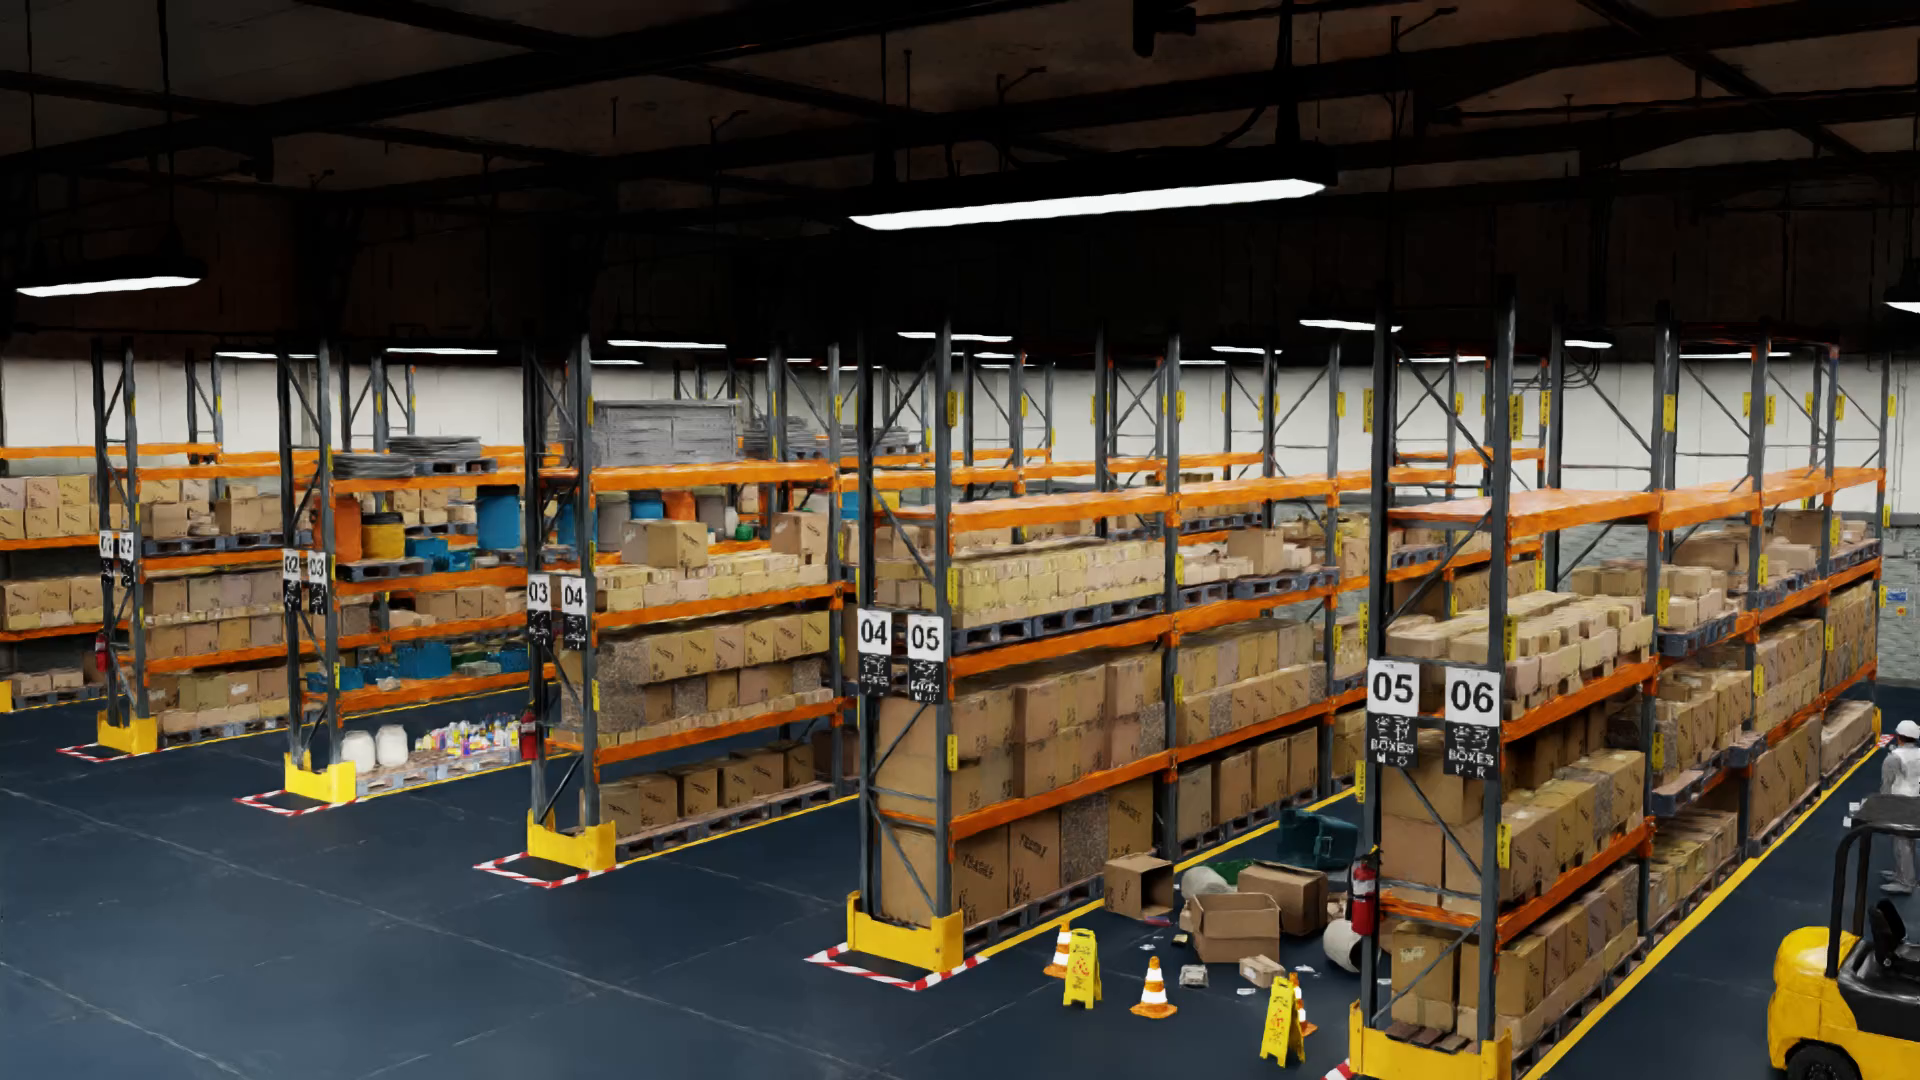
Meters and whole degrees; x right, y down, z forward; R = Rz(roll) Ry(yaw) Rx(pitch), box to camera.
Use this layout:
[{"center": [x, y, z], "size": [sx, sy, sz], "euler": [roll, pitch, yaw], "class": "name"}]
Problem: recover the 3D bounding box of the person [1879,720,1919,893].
[{"center": [9.865, 2.753, 17.424], "size": [0.628, 1.768, 0.569], "euler": [-2, 5, -22], "class": "person"}]
